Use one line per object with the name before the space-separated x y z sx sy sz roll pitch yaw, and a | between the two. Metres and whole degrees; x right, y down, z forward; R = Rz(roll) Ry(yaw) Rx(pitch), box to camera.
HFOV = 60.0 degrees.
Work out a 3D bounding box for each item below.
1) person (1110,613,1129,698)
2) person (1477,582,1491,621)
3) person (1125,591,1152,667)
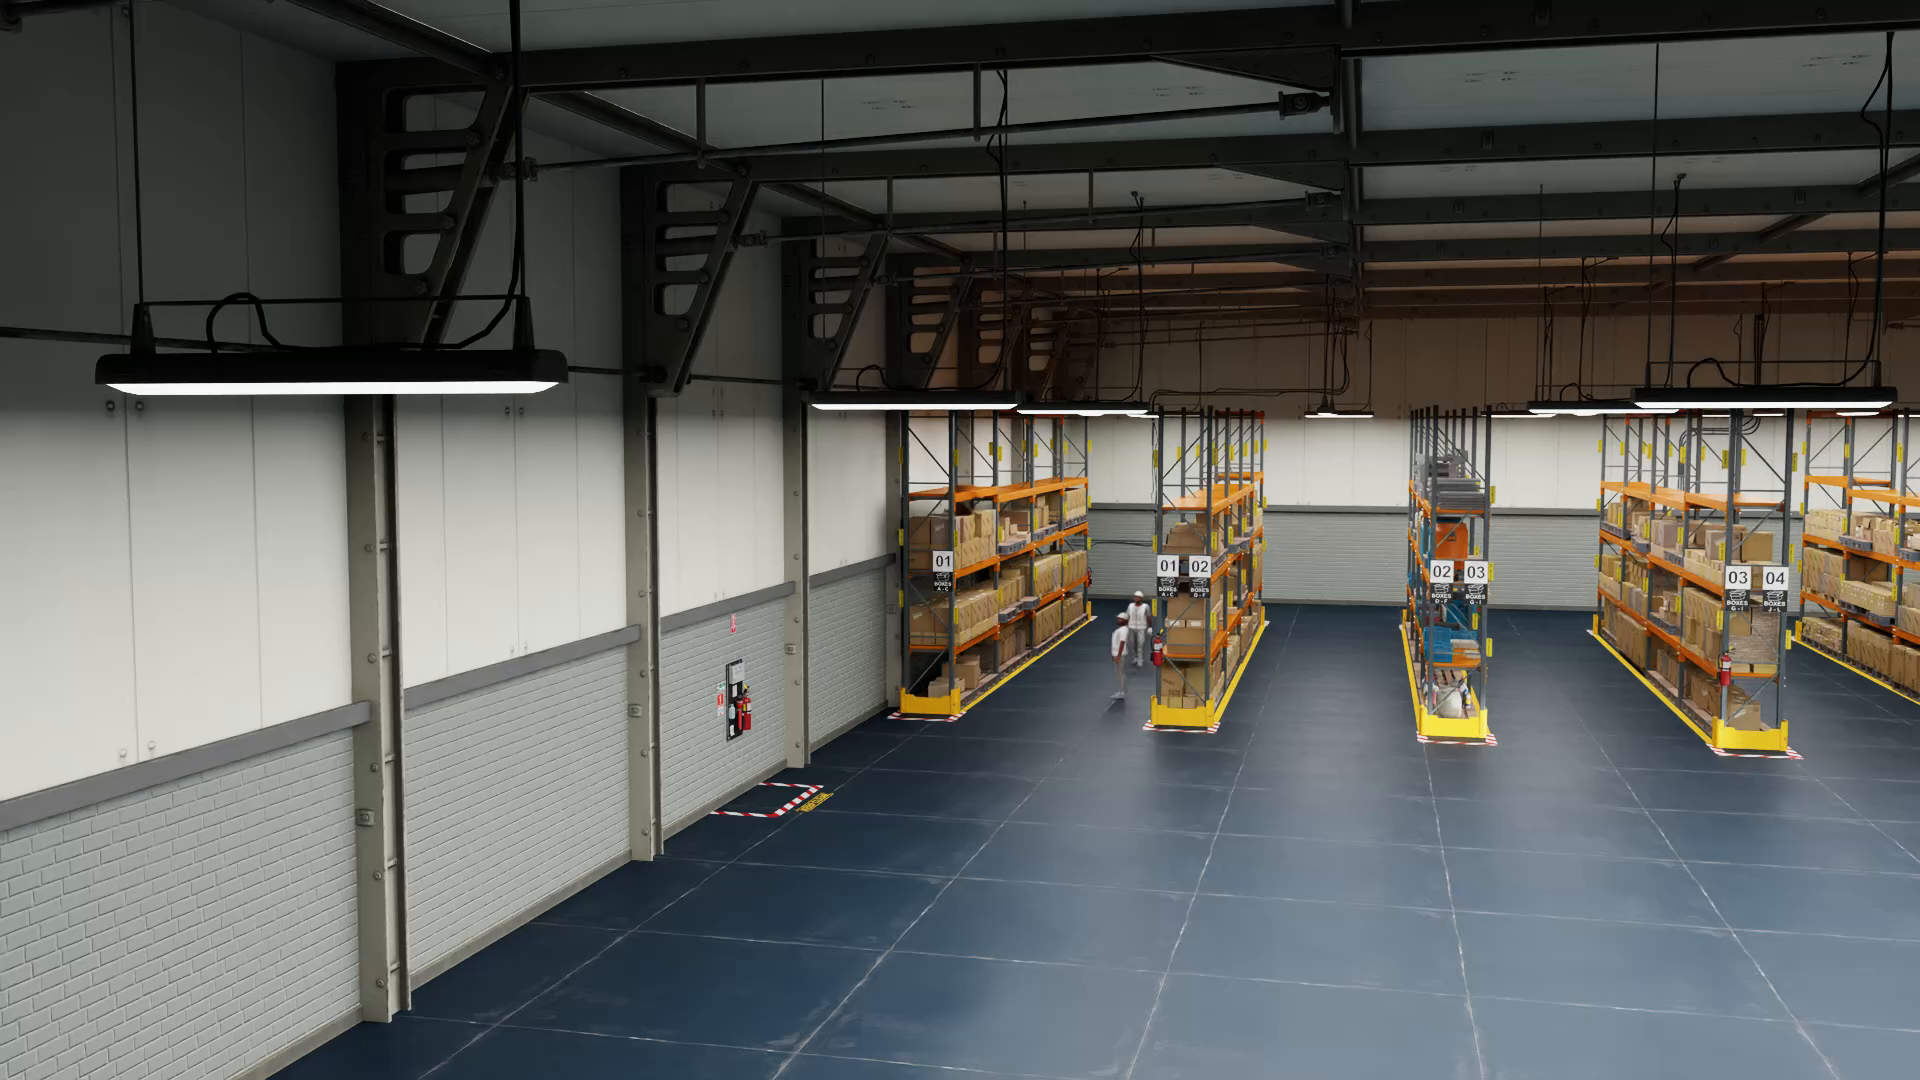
person | 3.283 2.379 34.292 0.410 1.758 0.637 1 4 10
person | 14.862 1.429 47.324 0.506 1.728 1.050 0 4 5
person | 4.130 2.057 38.681 0.649 1.712 1.058 1 4 14
